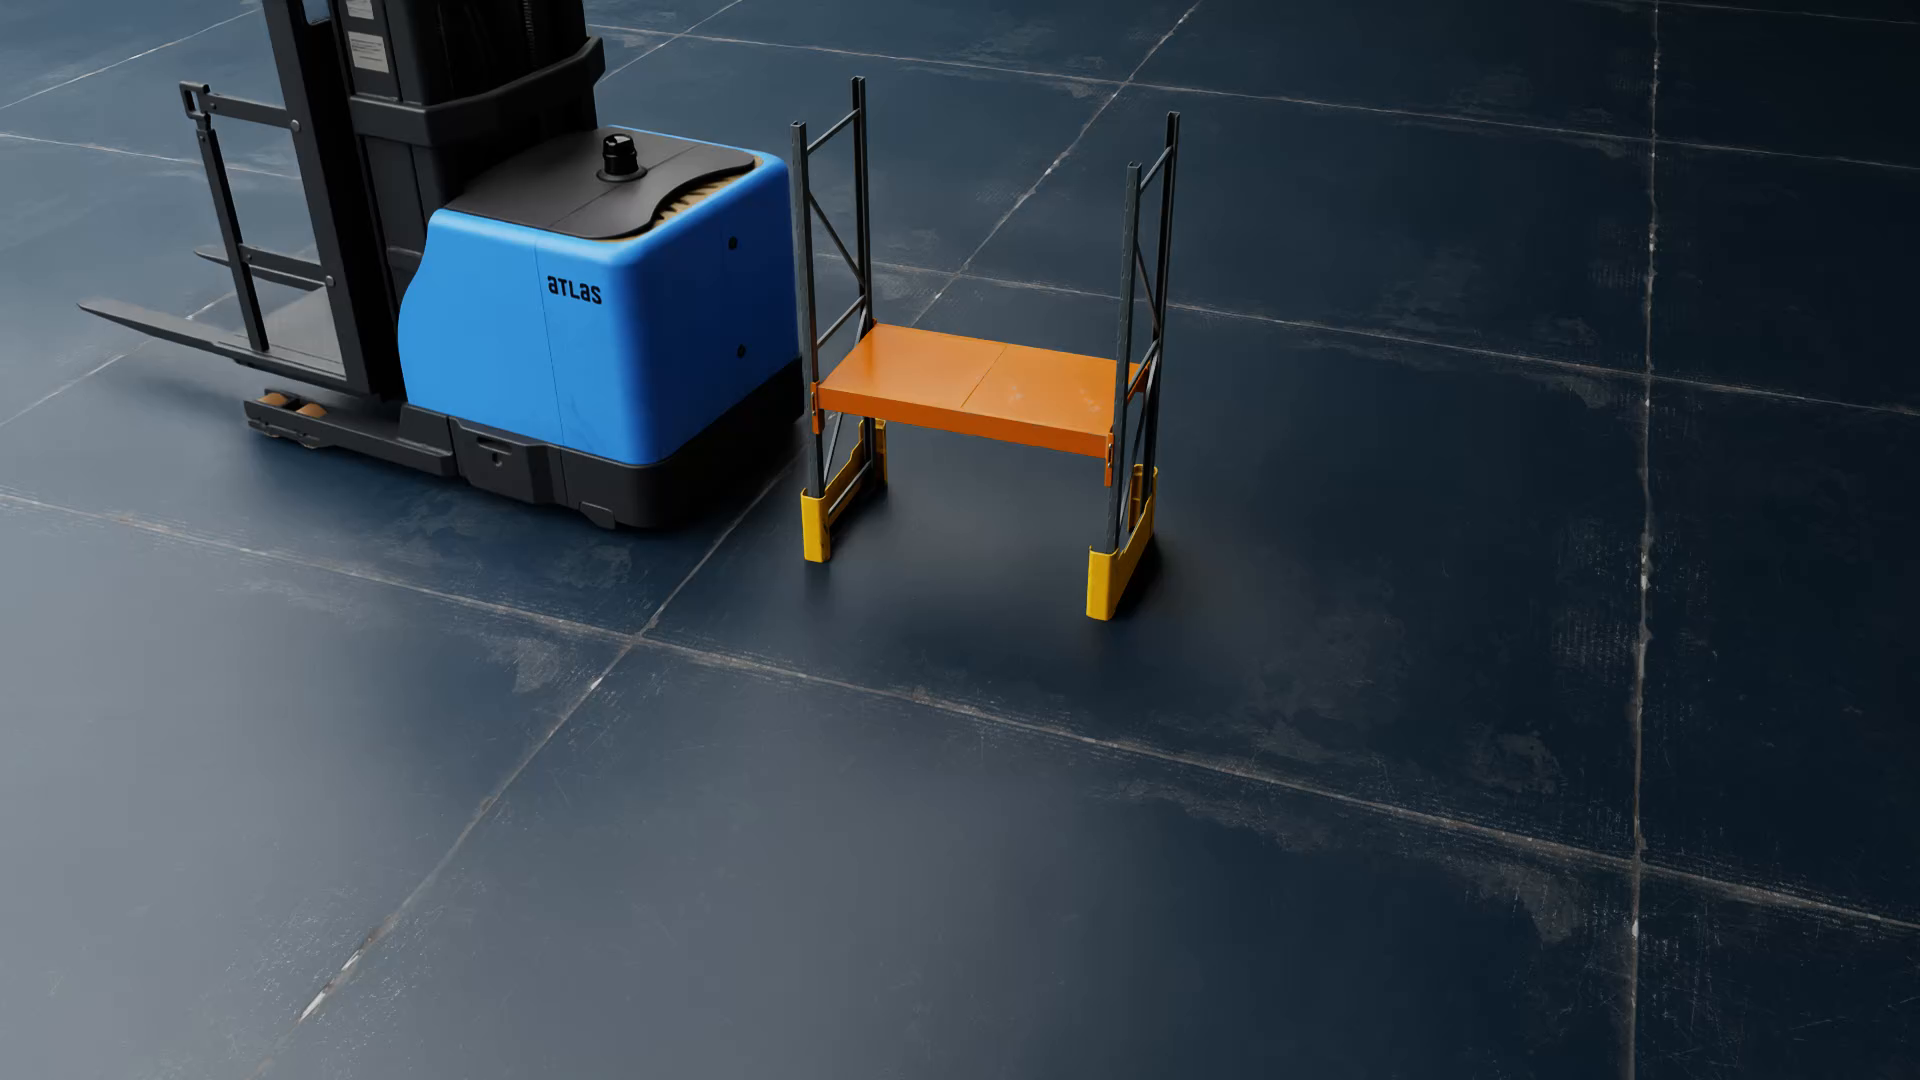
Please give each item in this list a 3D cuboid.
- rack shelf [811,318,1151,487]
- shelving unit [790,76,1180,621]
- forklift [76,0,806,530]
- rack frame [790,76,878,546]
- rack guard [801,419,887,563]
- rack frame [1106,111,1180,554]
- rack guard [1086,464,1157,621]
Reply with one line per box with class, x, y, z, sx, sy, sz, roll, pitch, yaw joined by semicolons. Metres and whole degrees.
rack shelf;0.080;-0.463;5.417;1.000;0.185;0.538;11;34;16
shelving unit;0.072;-0.616;5.322;1.083;1.500;0.587;11;34;16
forklift;-2.143;-1.814;5.858;3.031;2.935;1.130;15;36;22
rack frame;-0.398;-0.707;5.463;0.032;1.500;0.500;11;34;16
rack guard;-0.397;-0.182;5.802;0.087;0.250;0.587;11;34;16
rack frame;0.559;-0.521;5.175;0.032;1.500;0.500;11;34;16
rack guard;0.541;0.000;5.519;0.087;0.250;0.587;11;34;16
